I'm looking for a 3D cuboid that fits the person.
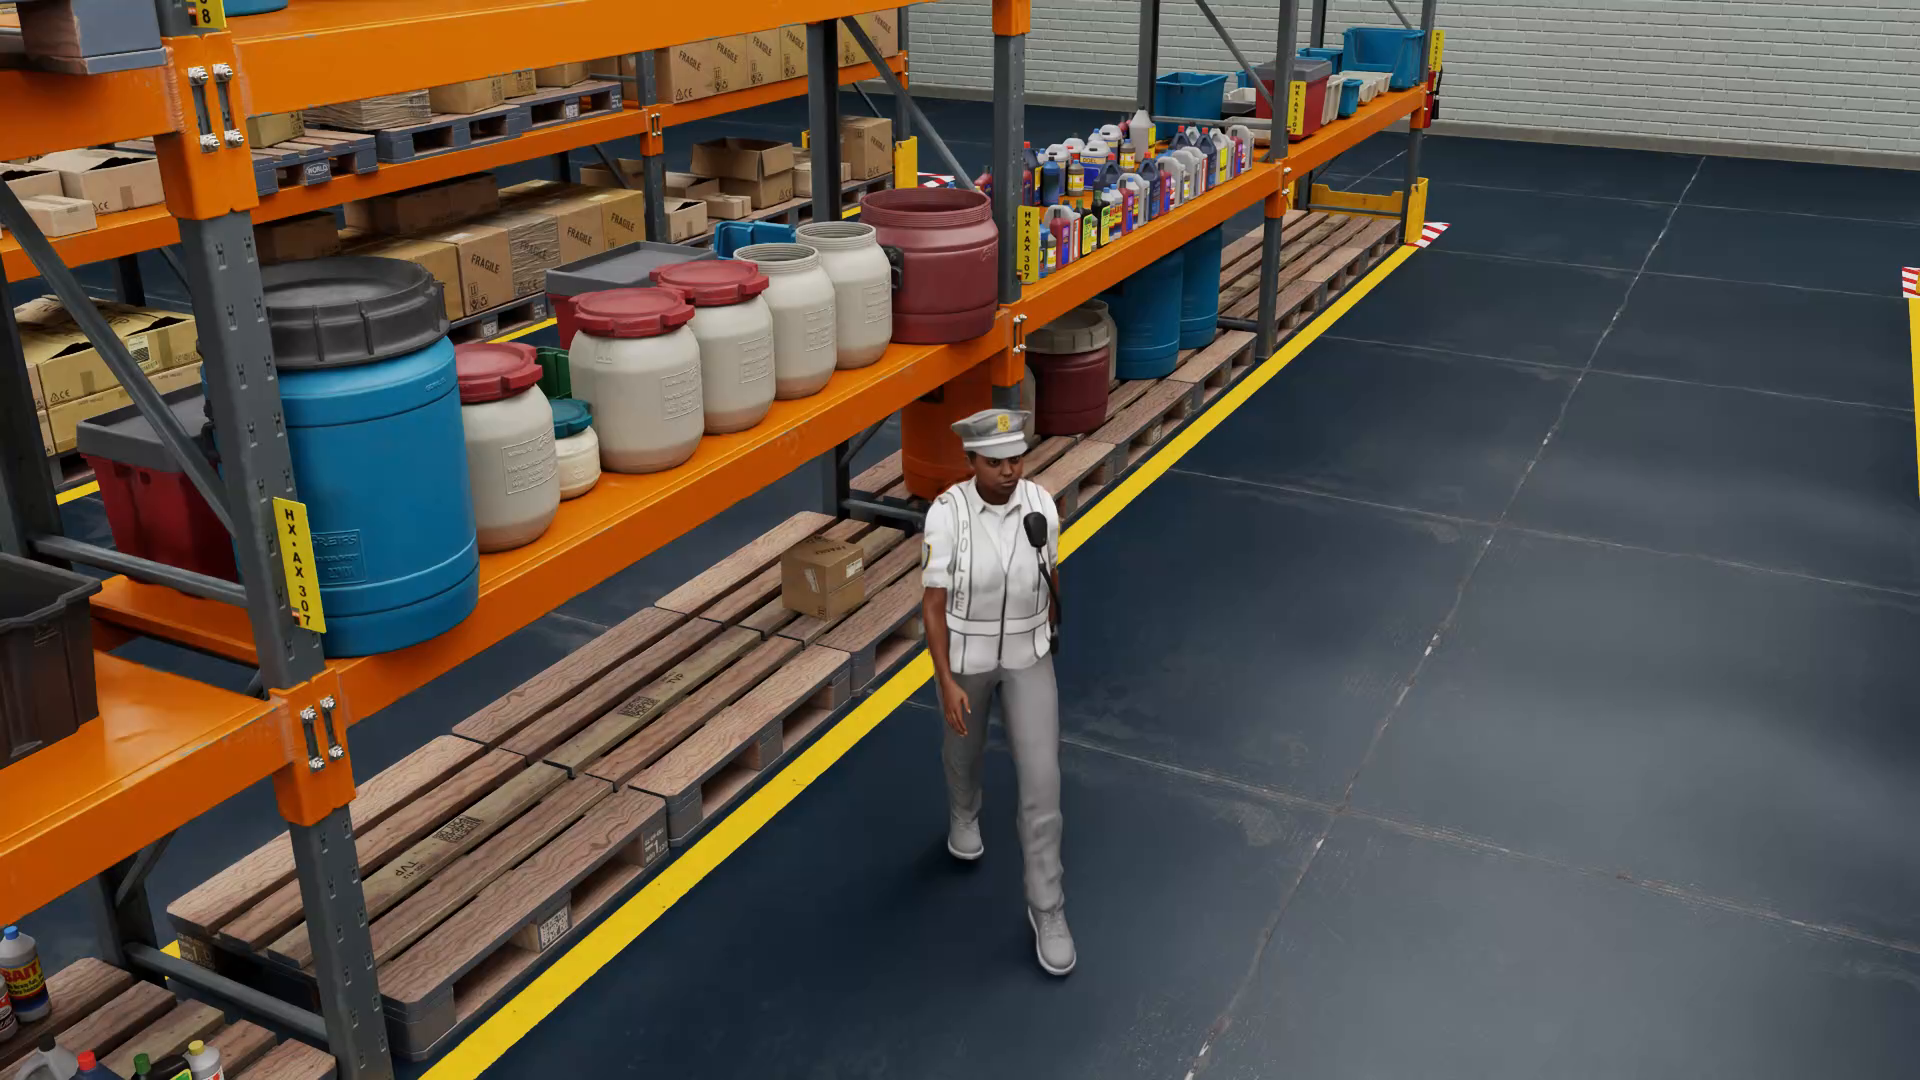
[{"bbox_3d":[0.114,0.393,5.107,0.460,1.664,0.902,-4,23,-10],"label":"person"}]
